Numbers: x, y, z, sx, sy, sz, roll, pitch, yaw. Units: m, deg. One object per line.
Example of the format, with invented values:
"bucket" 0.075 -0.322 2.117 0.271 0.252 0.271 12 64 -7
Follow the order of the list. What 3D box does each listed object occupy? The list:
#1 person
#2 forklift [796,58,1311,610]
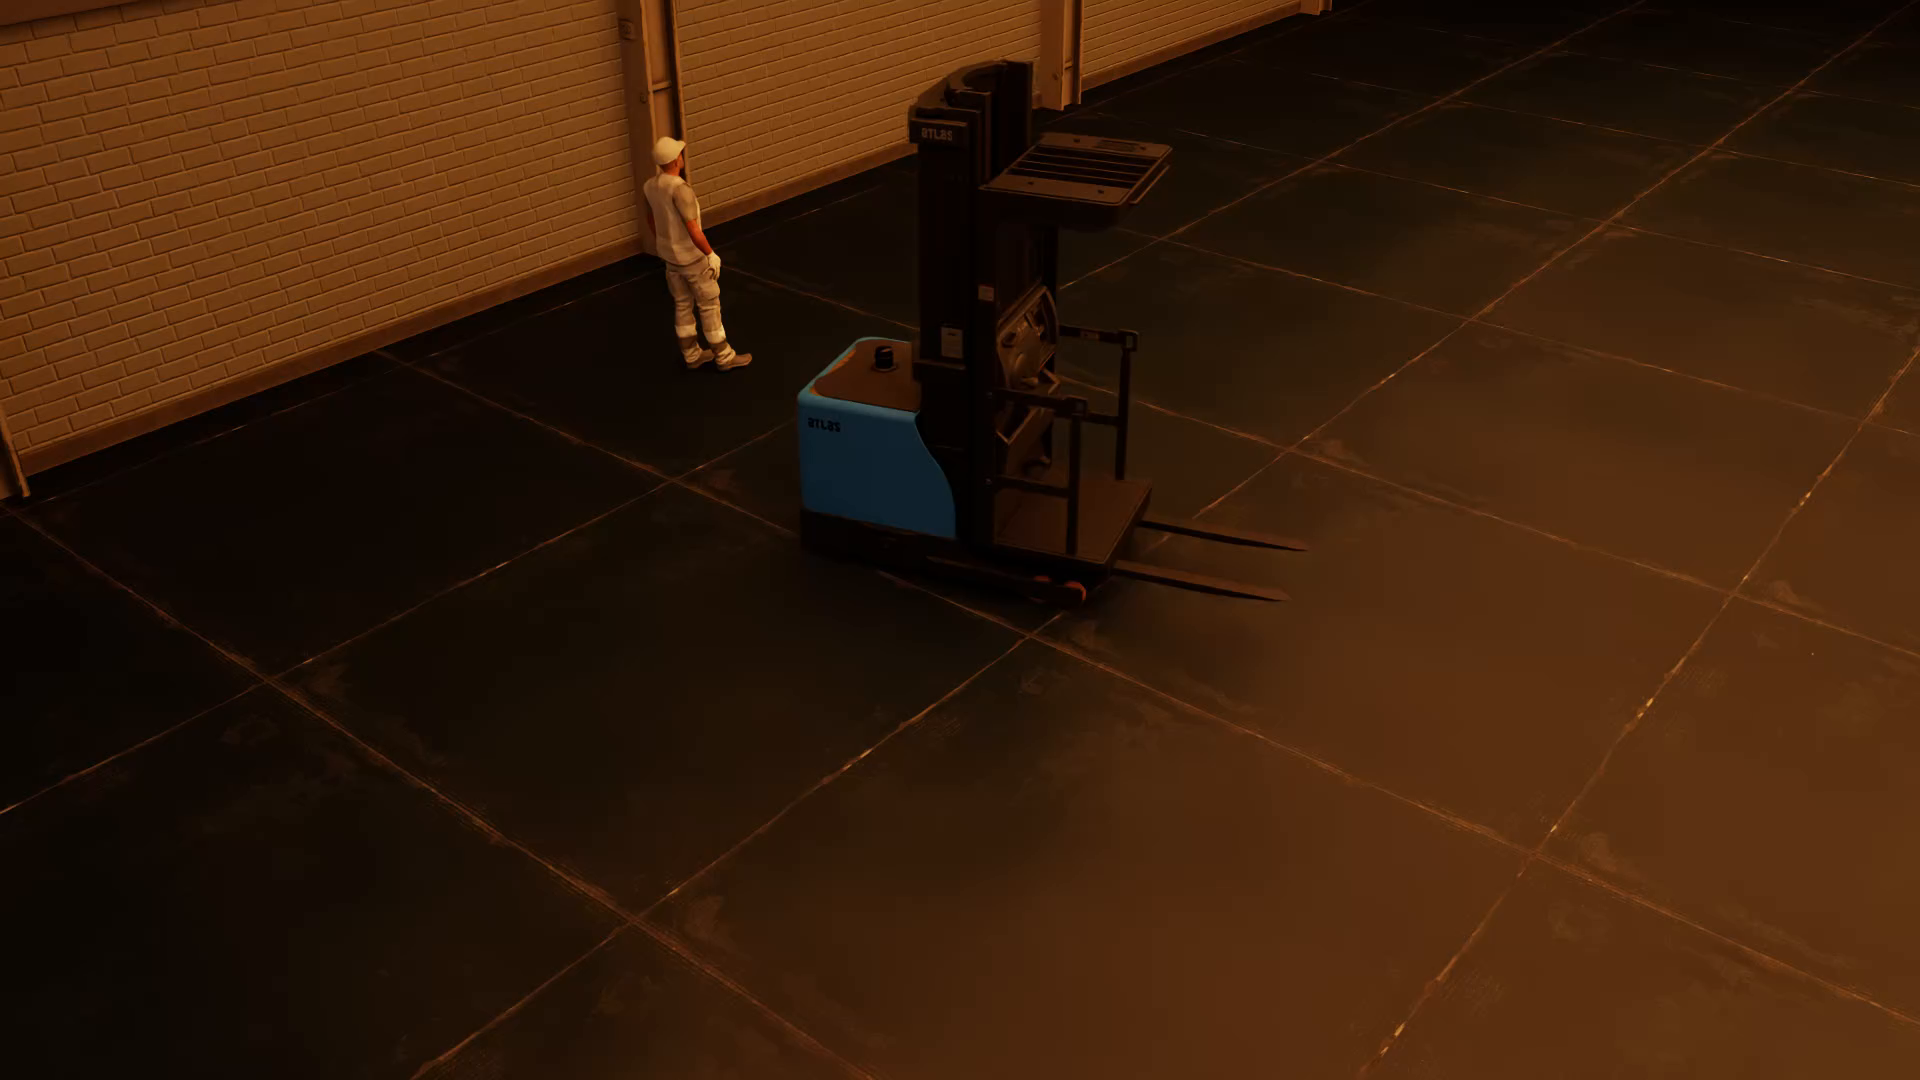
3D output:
"person" -1.977 -2.133 12.366 0.647 1.790 0.564 25 38 36
"forklift" 0.578 -1.159 9.579 3.031 2.935 1.130 11 32 18
